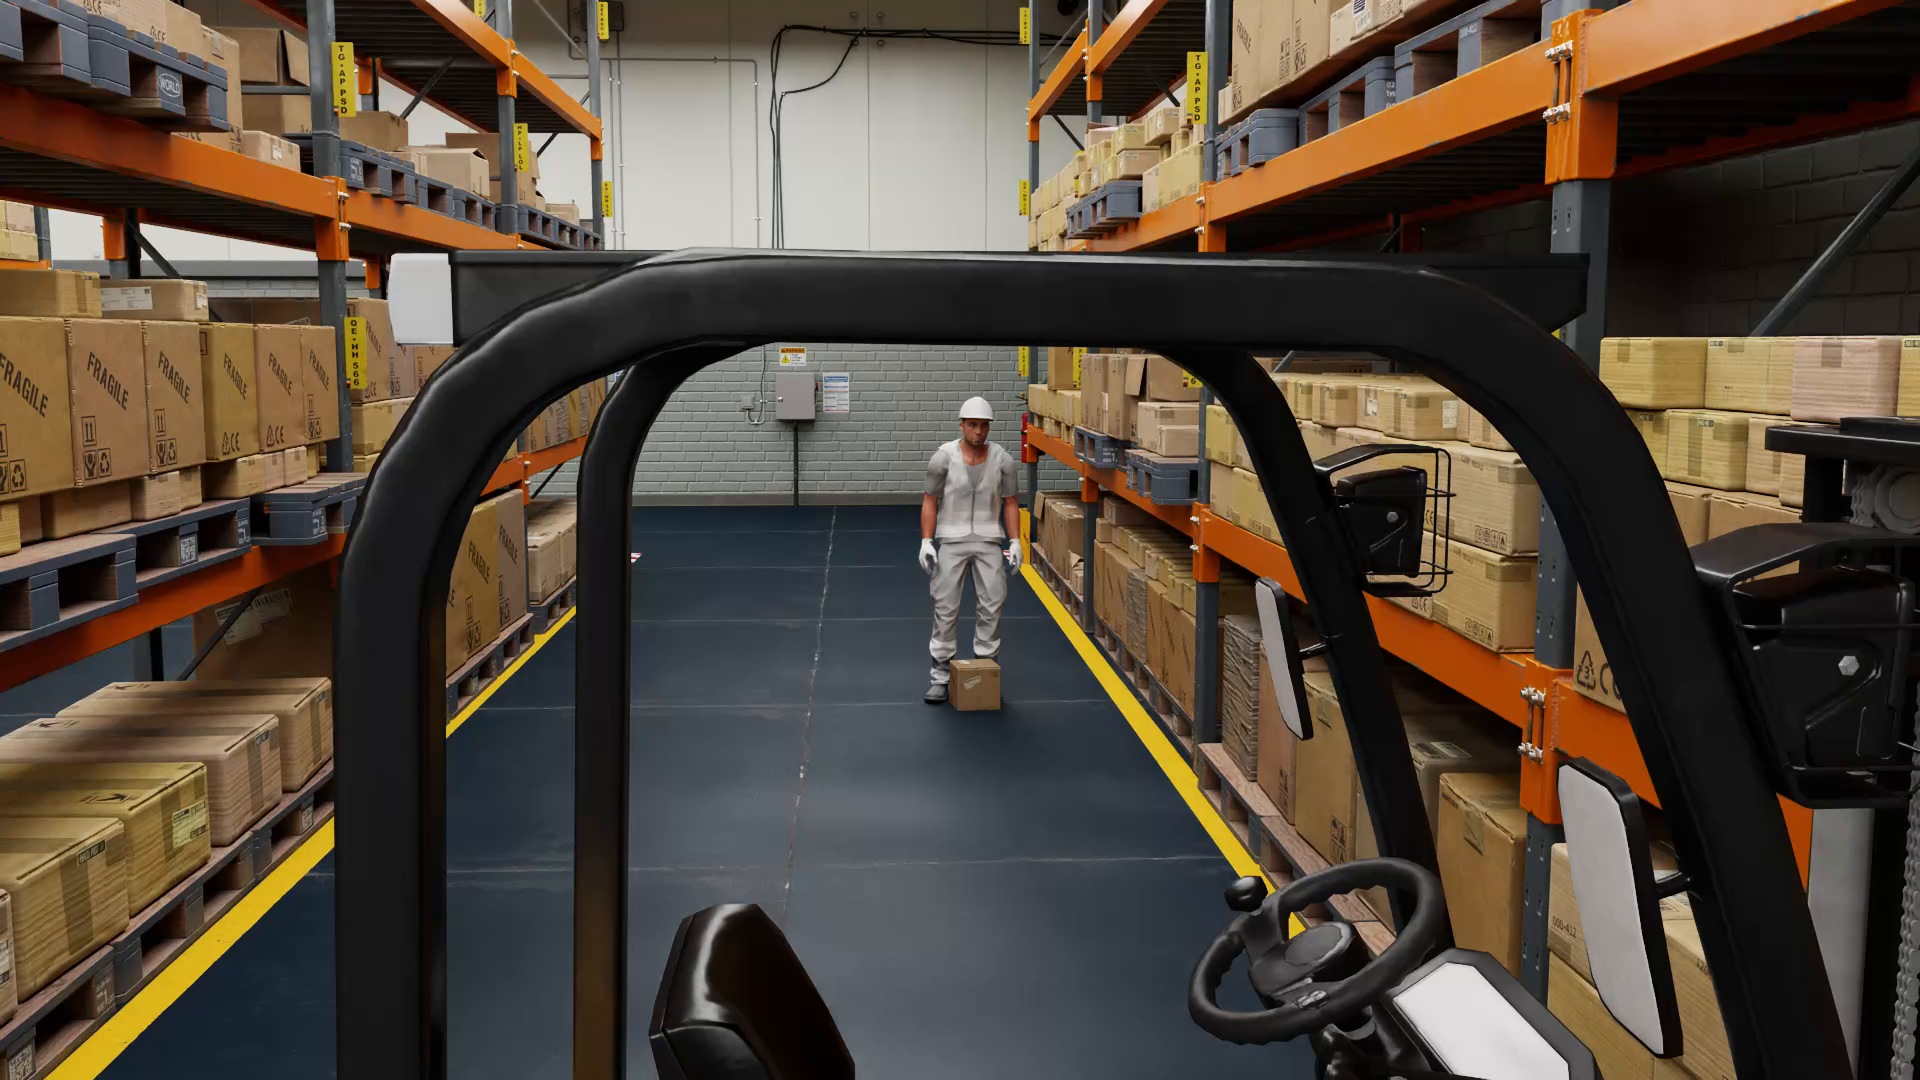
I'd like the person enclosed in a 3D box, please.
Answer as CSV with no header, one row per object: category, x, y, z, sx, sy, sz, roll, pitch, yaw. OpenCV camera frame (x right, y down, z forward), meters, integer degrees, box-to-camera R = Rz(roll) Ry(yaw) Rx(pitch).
person,0.066,0.051,9.739,0.623,1.780,0.446,-1,7,-7
